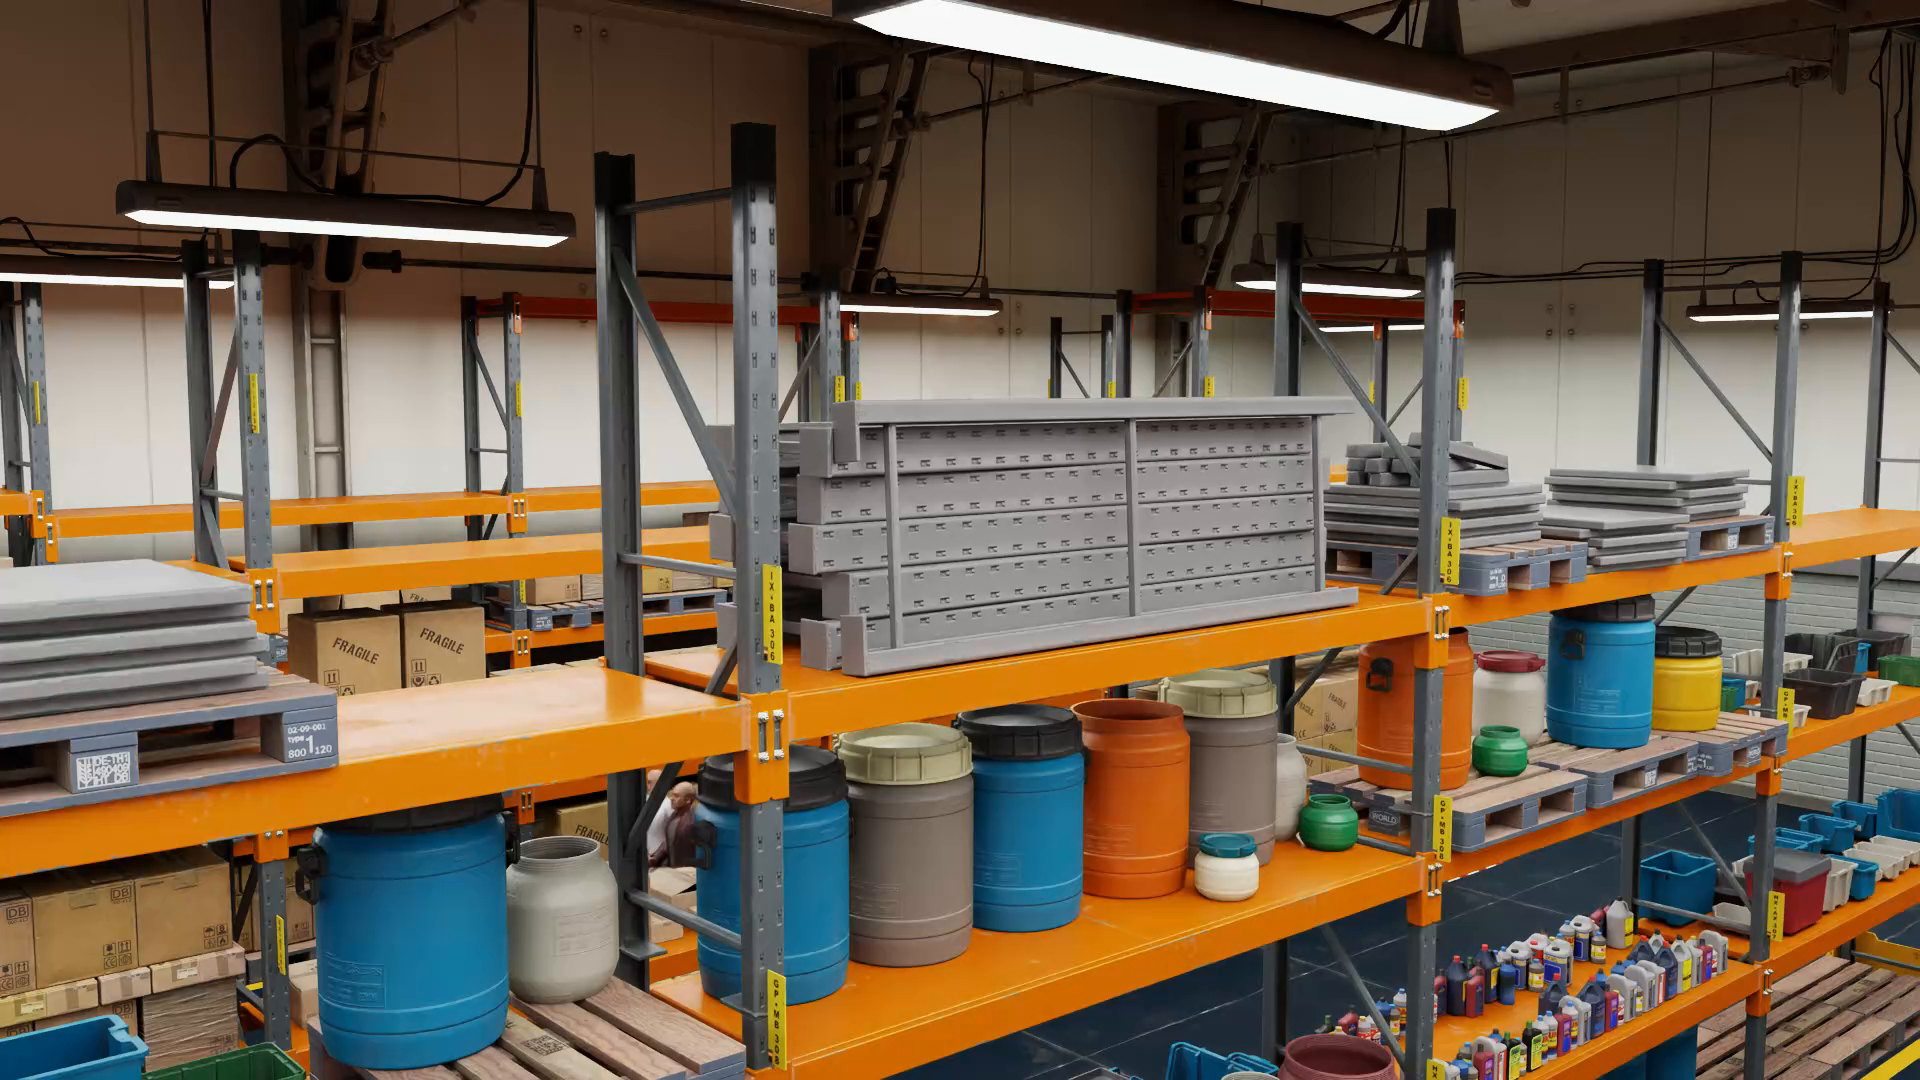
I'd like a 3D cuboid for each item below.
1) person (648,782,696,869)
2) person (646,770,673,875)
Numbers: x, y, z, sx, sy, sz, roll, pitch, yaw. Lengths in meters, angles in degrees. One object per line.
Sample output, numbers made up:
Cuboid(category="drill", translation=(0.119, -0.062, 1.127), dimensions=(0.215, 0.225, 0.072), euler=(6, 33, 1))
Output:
Cuboid(category="person", translation=(-2.385, 2.945, 14.275), dimensions=(0.642, 1.742, 0.750), euler=(-4, 7, -36))
Cuboid(category="person", translation=(-2.715, 2.913, 14.888), dimensions=(0.723, 1.747, 0.634), euler=(4, 7, 37))
